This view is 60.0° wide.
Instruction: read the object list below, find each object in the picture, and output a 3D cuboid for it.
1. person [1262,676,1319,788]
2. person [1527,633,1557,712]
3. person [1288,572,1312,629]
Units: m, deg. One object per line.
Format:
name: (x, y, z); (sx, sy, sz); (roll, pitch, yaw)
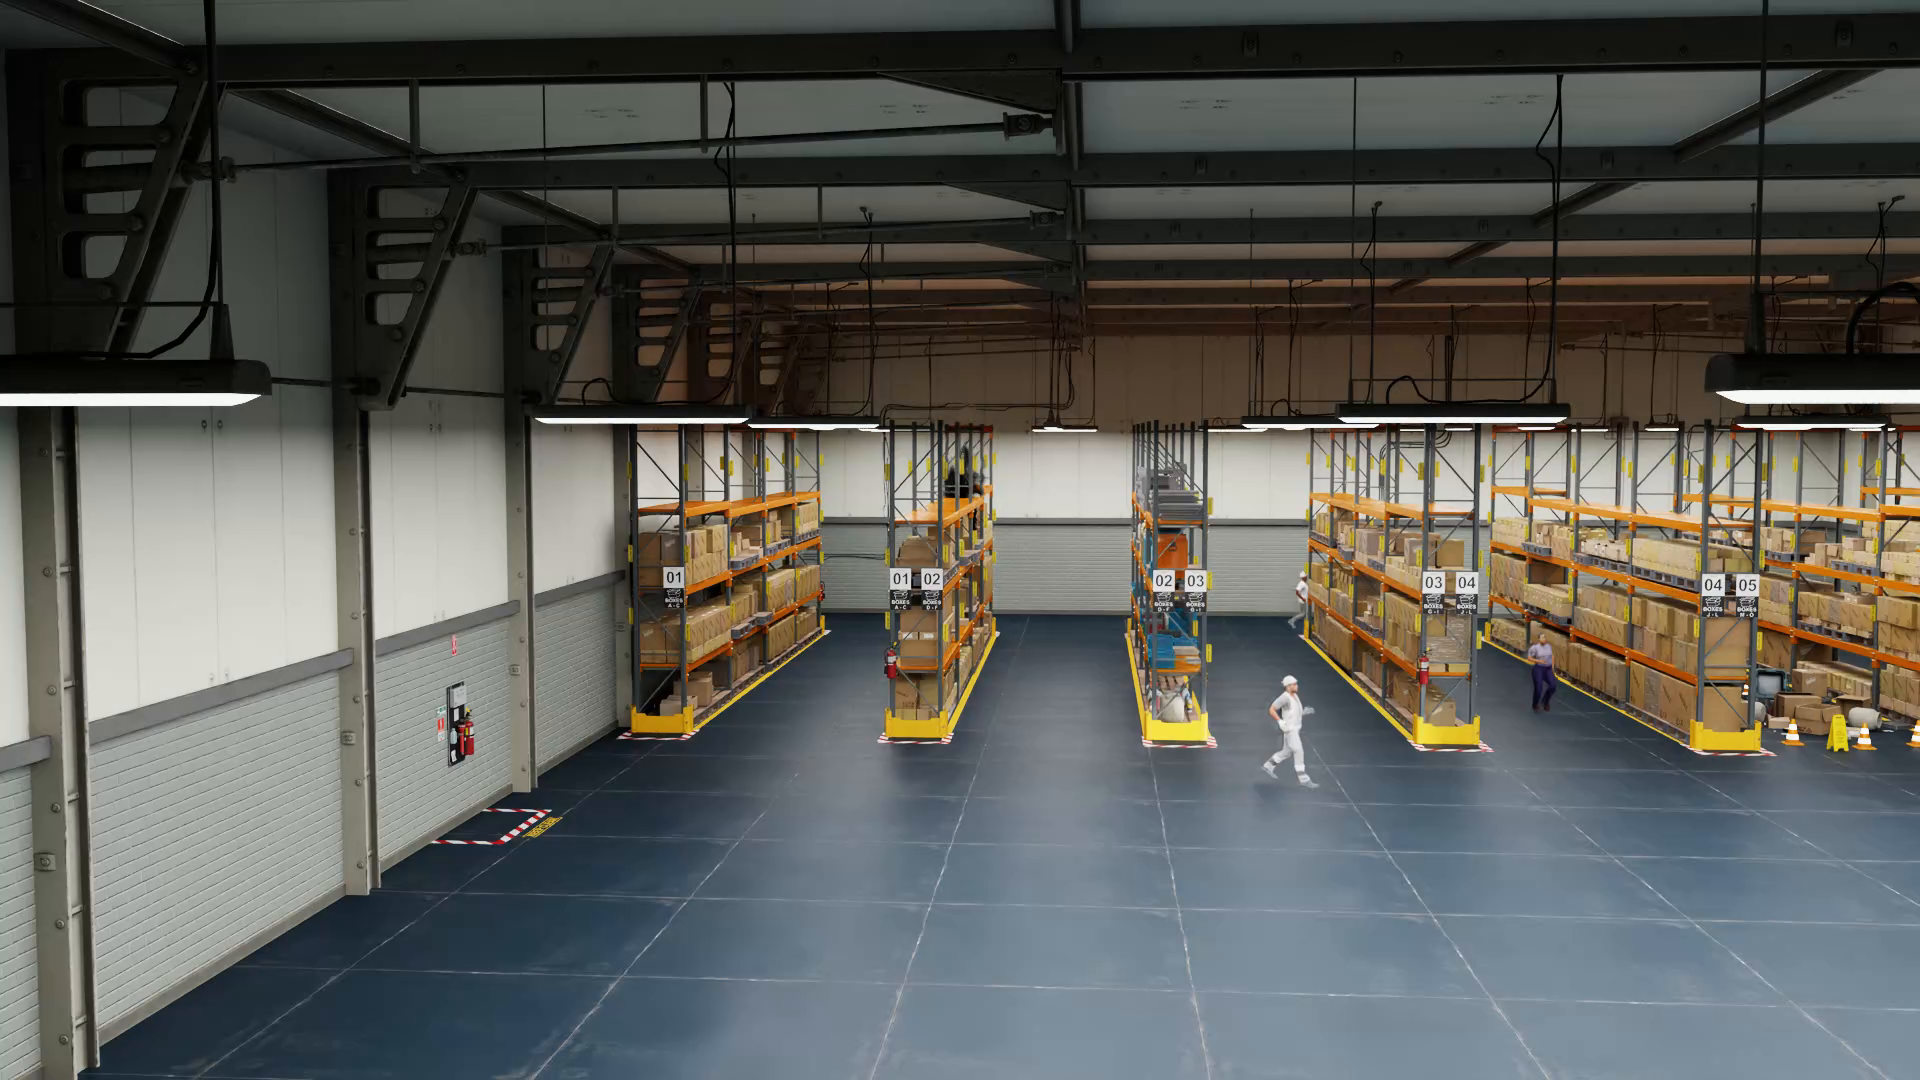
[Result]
person: (5.368, 3.088, 26.988); (1.002, 1.773, 0.662); (2, 4, 29)
person: (12.023, 2.733, 34.319); (0.667, 1.641, 0.604); (-1, 4, -10)
person: (9.940, 1.807, 48.265); (0.844, 1.771, 0.697); (1, 4, 14)
